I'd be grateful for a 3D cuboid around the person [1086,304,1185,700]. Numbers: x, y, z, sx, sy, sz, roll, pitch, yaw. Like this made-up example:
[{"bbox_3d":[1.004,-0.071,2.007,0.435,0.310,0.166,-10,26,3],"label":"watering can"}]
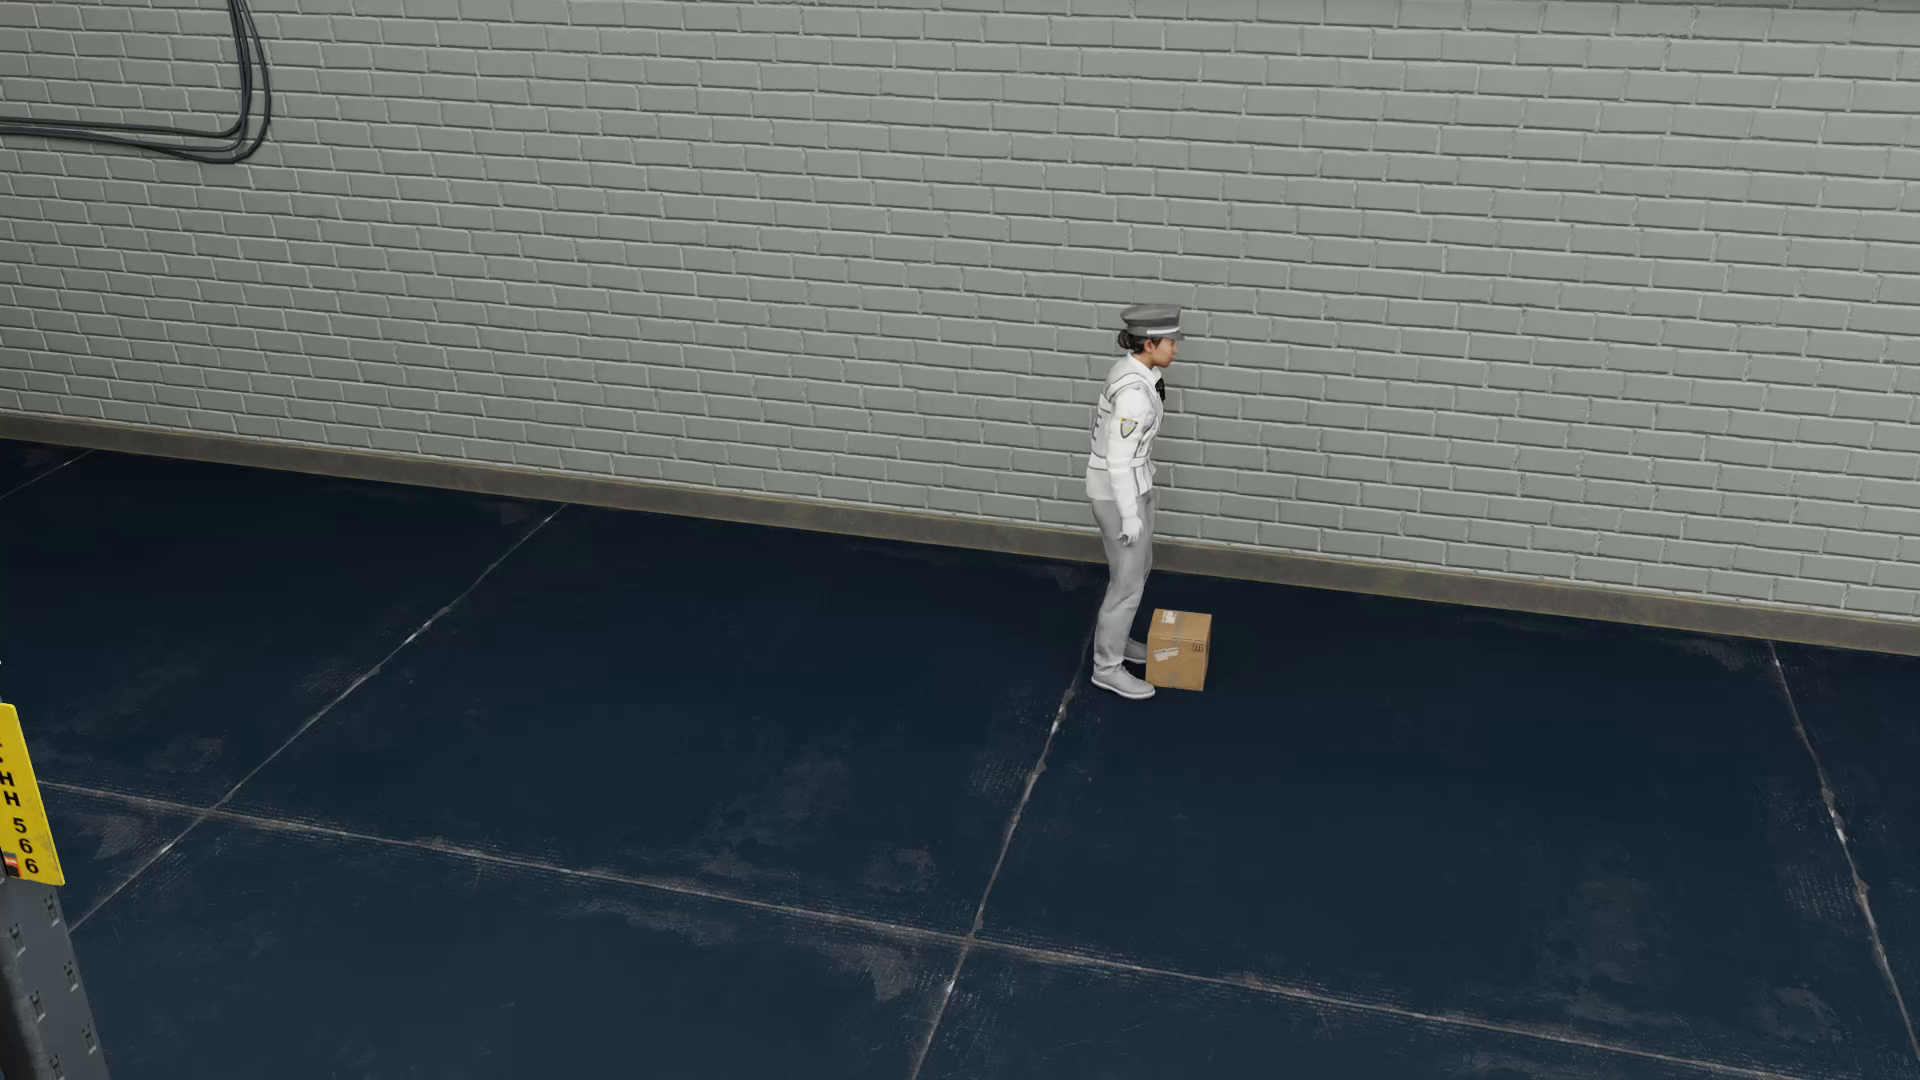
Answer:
[{"bbox_3d":[0.715,-0.184,6.992,0.373,1.662,0.537,5,26,10],"label":"person"}]
